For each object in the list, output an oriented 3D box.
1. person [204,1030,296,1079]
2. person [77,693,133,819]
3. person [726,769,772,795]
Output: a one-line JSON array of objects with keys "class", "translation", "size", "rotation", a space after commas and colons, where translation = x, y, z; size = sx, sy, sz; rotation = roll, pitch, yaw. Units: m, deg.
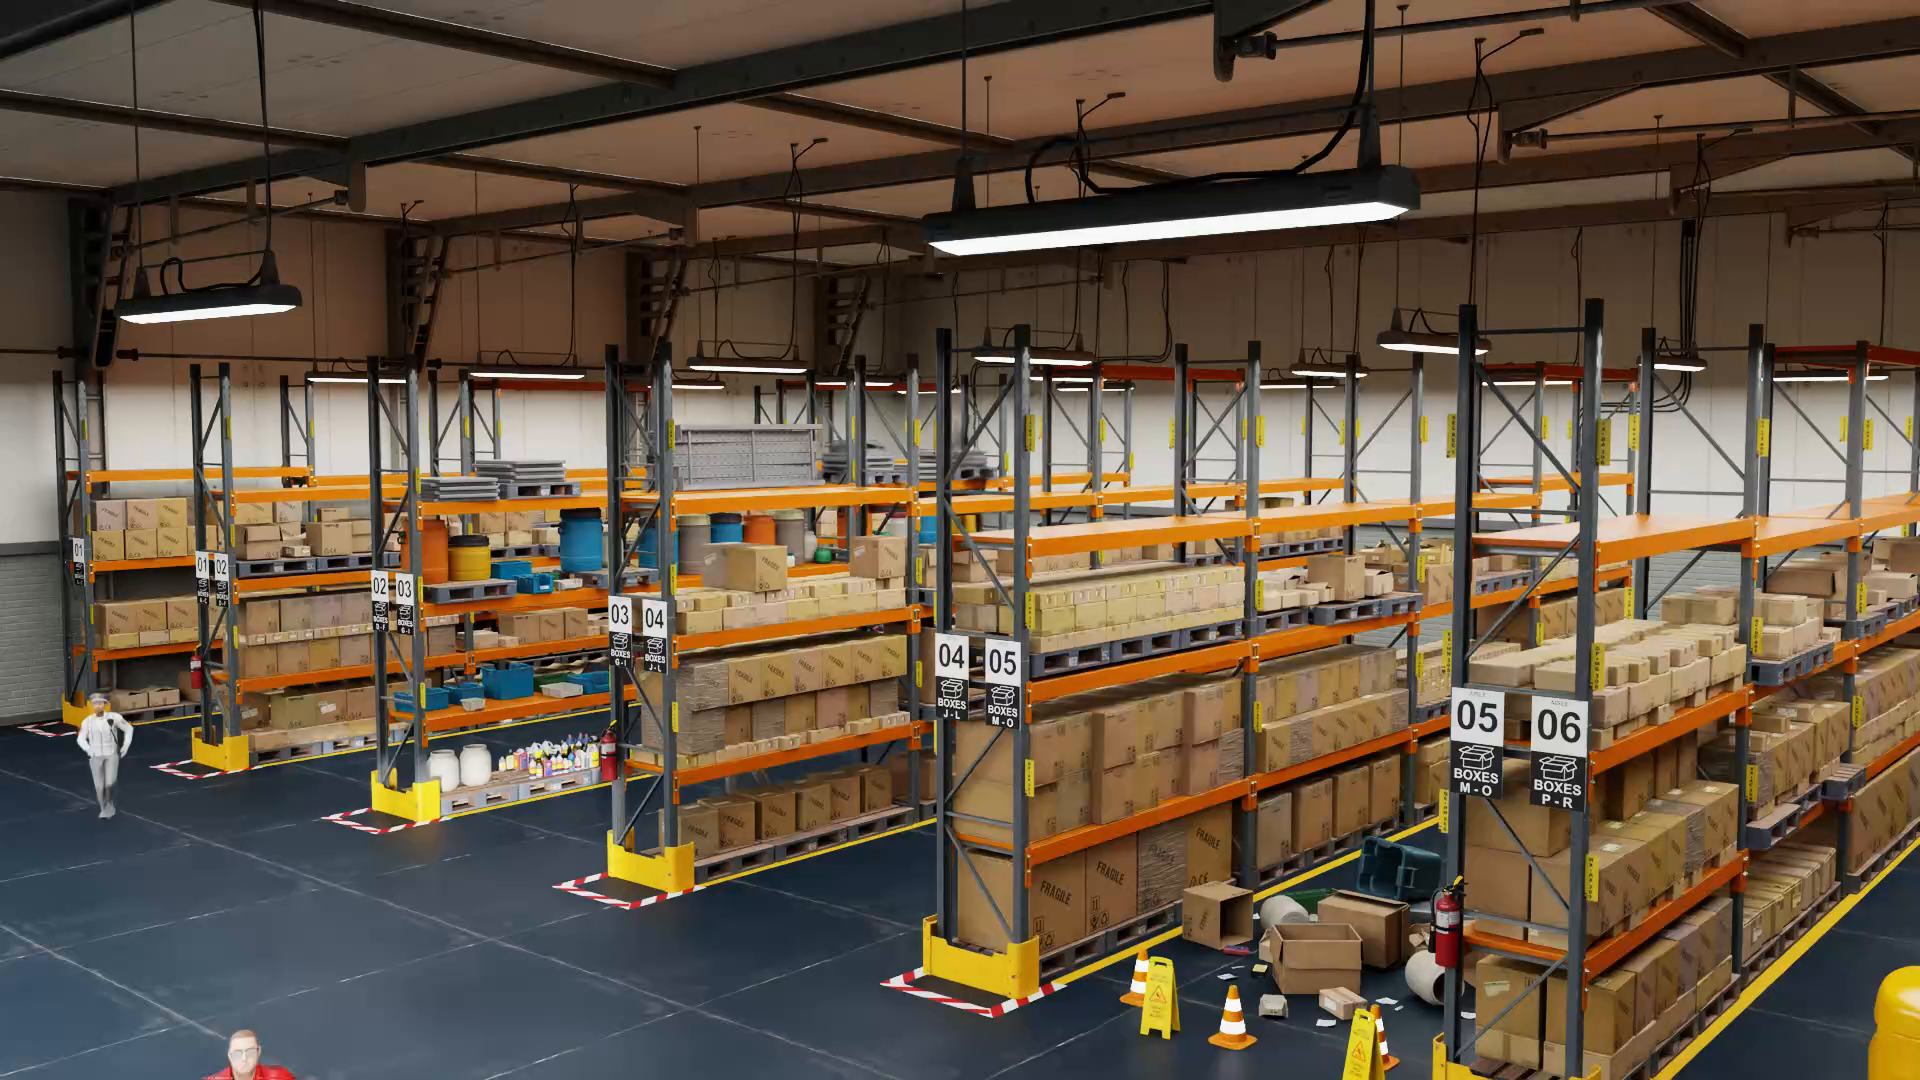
[{"class": "person", "translation": [-4.142, 3.637, 9.659], "size": [0.650, 1.680, 0.642], "rotation": [-2, 5, -26]}, {"class": "person", "translation": [-11.023, 2.788, 21.424], "size": [0.628, 1.651, 0.592], "rotation": [-1, 4, -18]}, {"class": "person", "translation": [-2.796, 2.696, 21.854], "size": [0.677, 1.821, 0.820], "rotation": [3, 5, 35]}]
